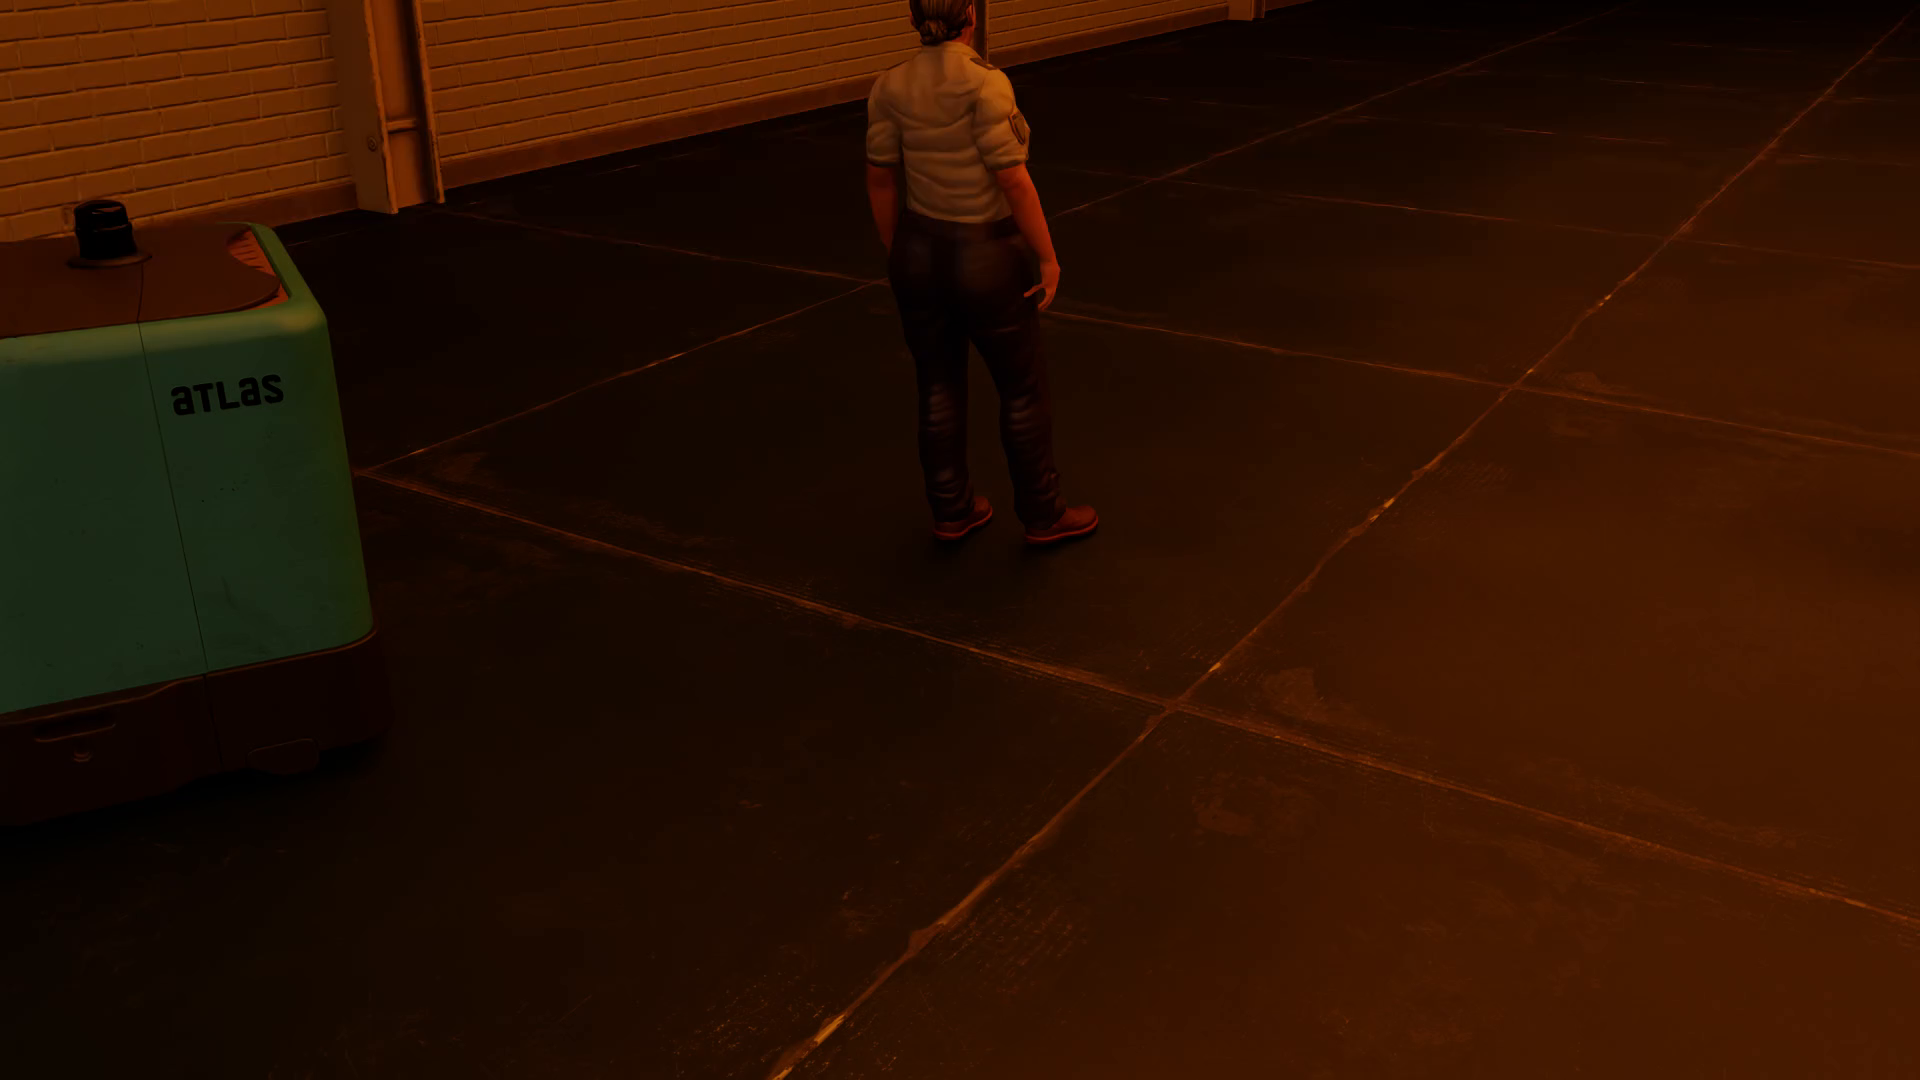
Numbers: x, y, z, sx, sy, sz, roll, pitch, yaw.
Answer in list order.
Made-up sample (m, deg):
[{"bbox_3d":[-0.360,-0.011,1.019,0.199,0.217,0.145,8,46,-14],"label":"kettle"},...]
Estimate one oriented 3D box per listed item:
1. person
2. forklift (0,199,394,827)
[{"bbox_3d":[0.067,-0.789,4.771,0.599,1.650,0.503,14,27,30],"label":"person"},{"bbox_3d":[-2.870,-0.747,3.062,3.031,2.935,1.130,-11,26,-25],"label":"forklift"}]
